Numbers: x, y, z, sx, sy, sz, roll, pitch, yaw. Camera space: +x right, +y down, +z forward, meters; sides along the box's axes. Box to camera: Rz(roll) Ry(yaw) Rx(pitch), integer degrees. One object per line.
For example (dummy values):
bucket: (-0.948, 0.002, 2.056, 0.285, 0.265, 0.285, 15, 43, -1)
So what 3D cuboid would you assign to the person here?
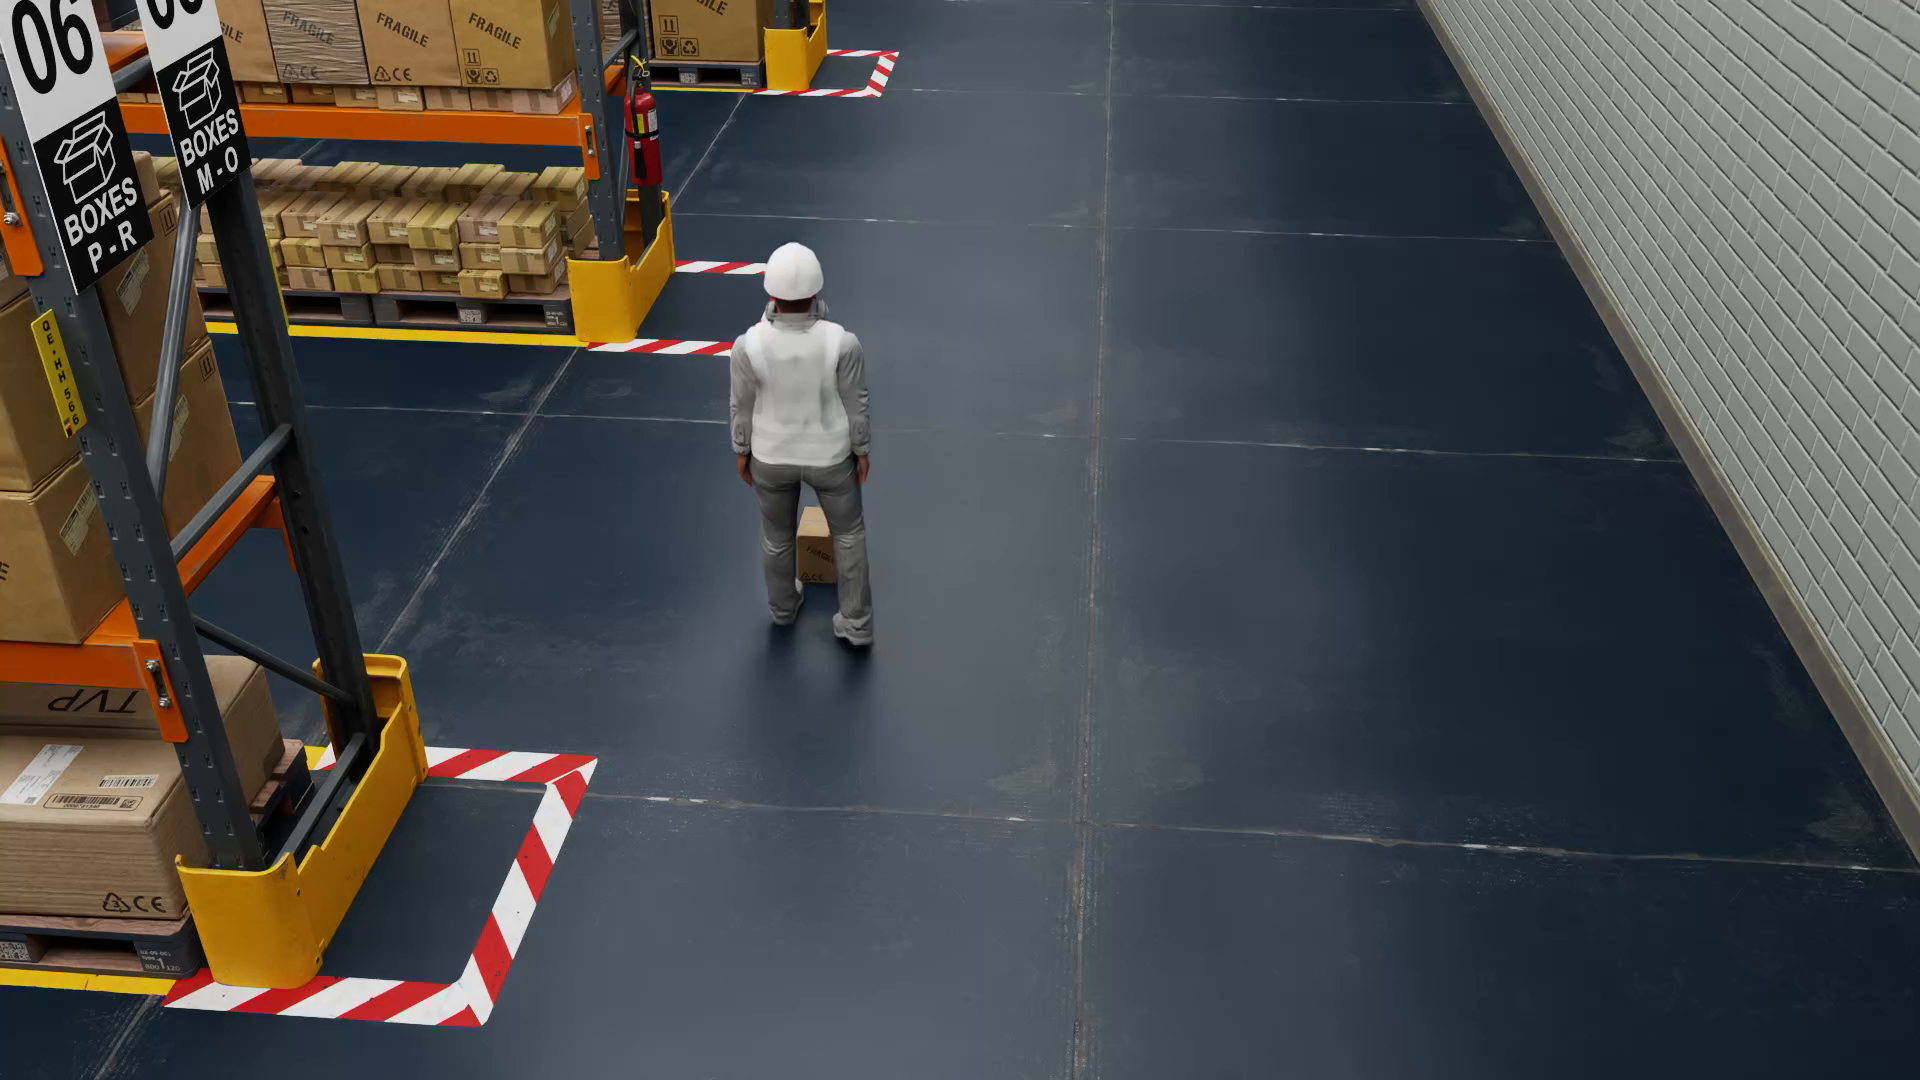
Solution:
person: (-0.632, -0.393, 6.739, 0.558, 1.773, 0.536, 0, 32, 0)
